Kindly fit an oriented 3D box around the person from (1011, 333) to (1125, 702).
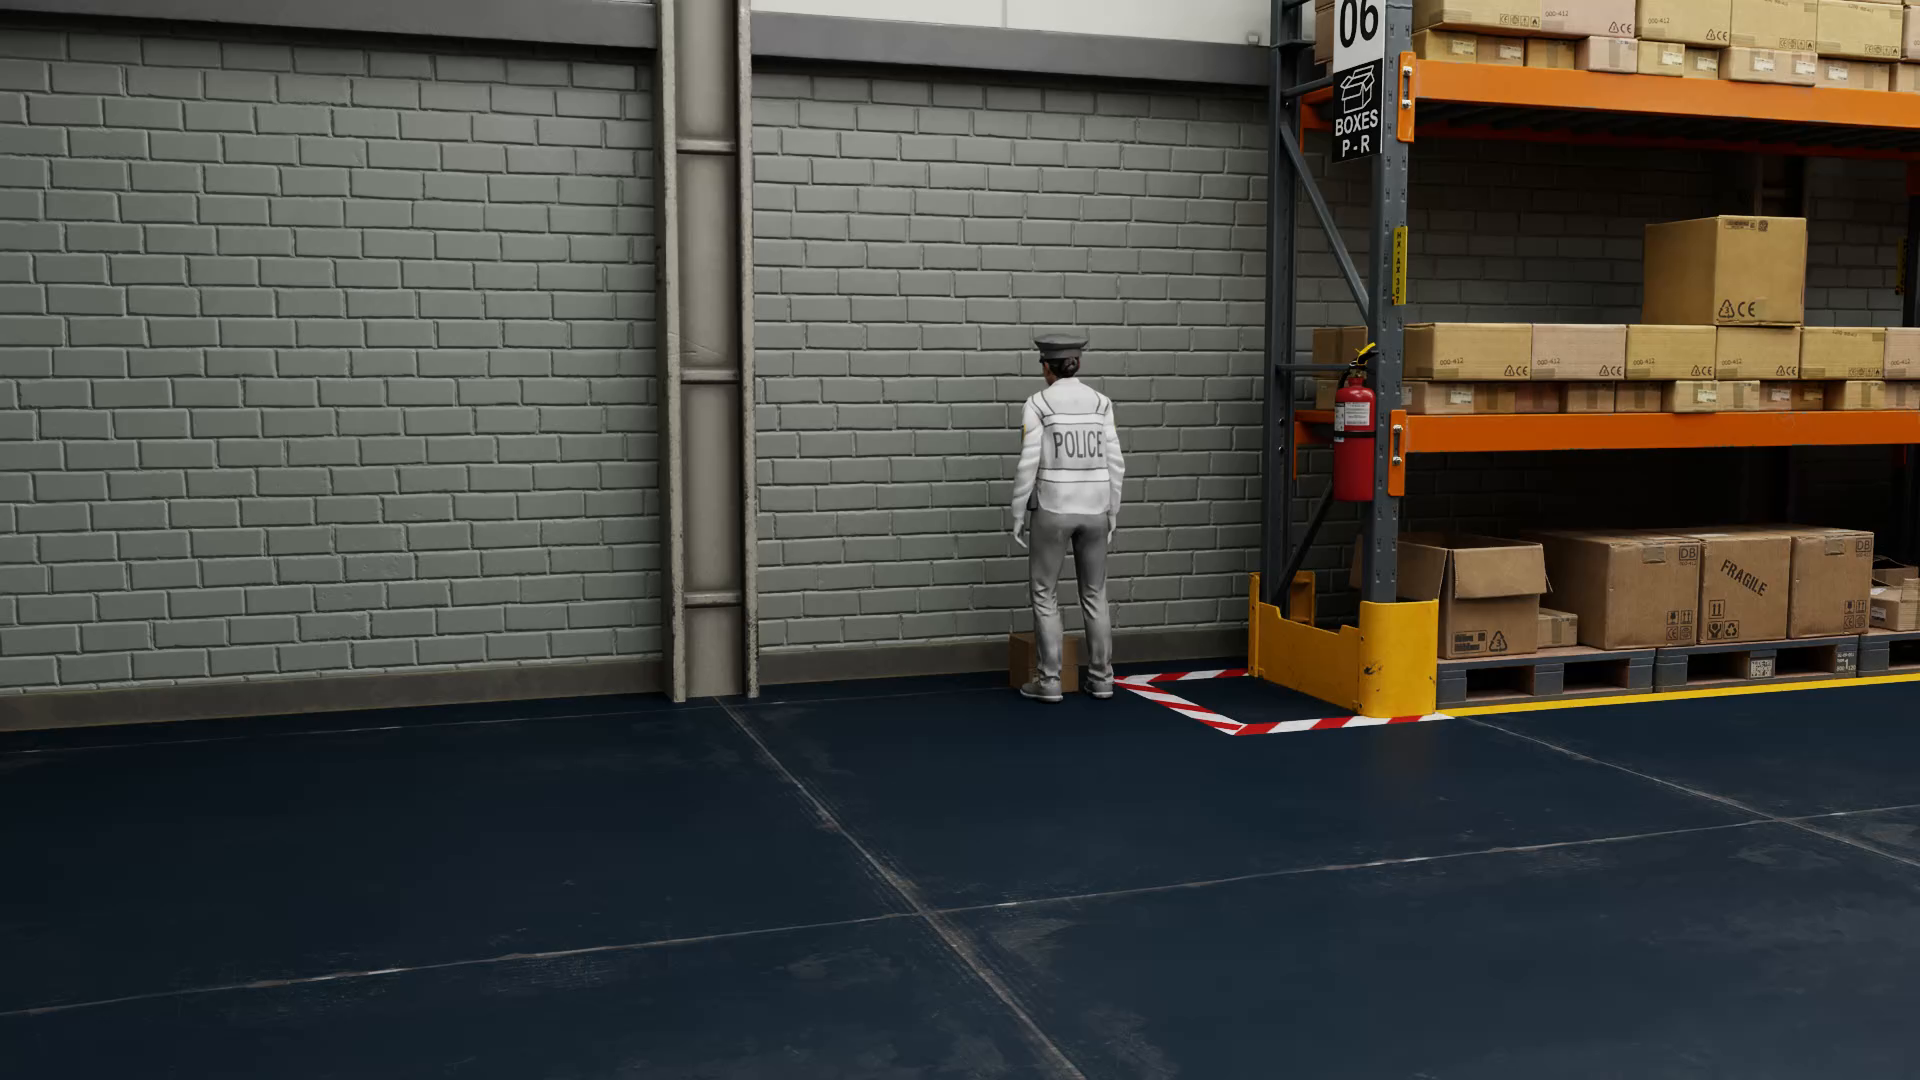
[{"bbox_3d":[0.485,-0.102,7.539,0.529,1.663,0.371,-2,6,-18],"label":"person"}]
